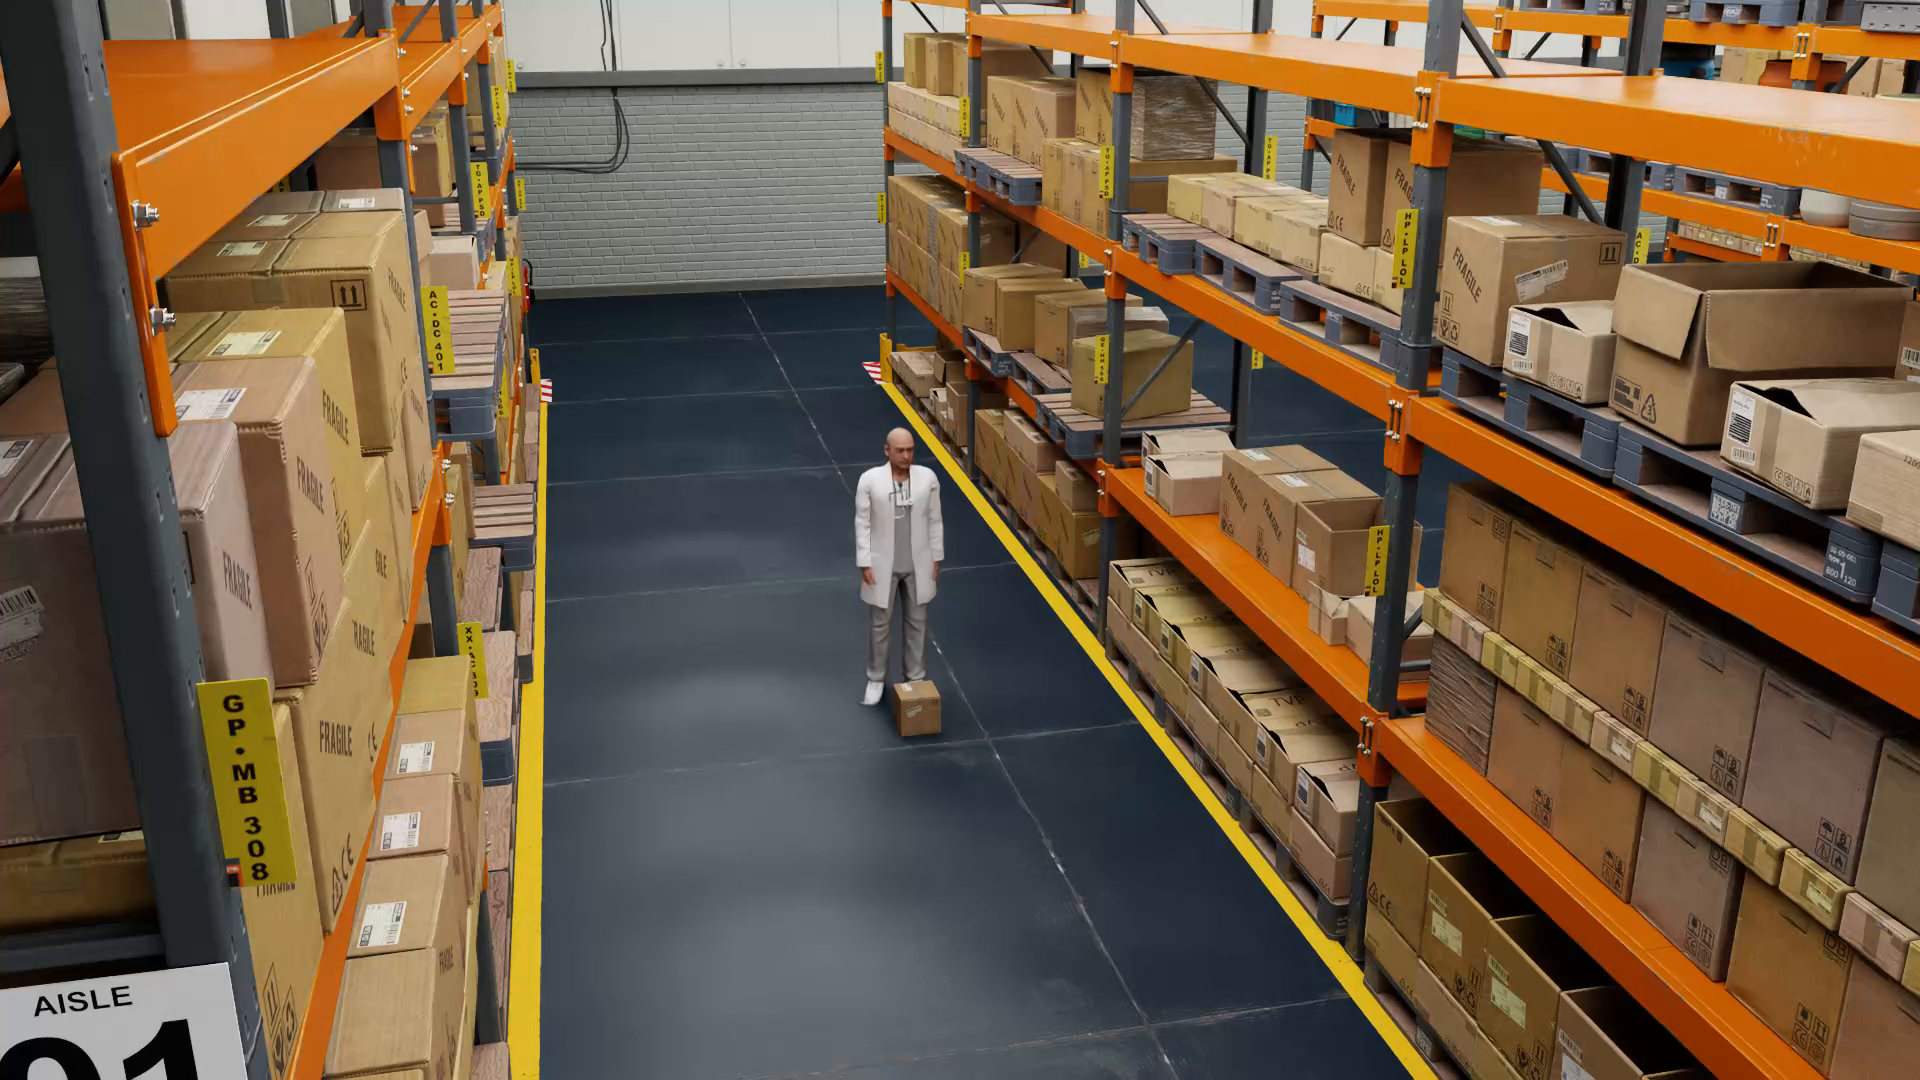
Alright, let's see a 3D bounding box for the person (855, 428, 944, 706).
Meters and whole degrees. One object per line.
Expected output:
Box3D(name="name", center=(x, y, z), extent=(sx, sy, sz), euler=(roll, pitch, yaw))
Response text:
Box3D(name="person", center=(-0.378, 0.169, 10.622), extent=(0.570, 1.800, 0.399), euler=(-4, 20, -12))
